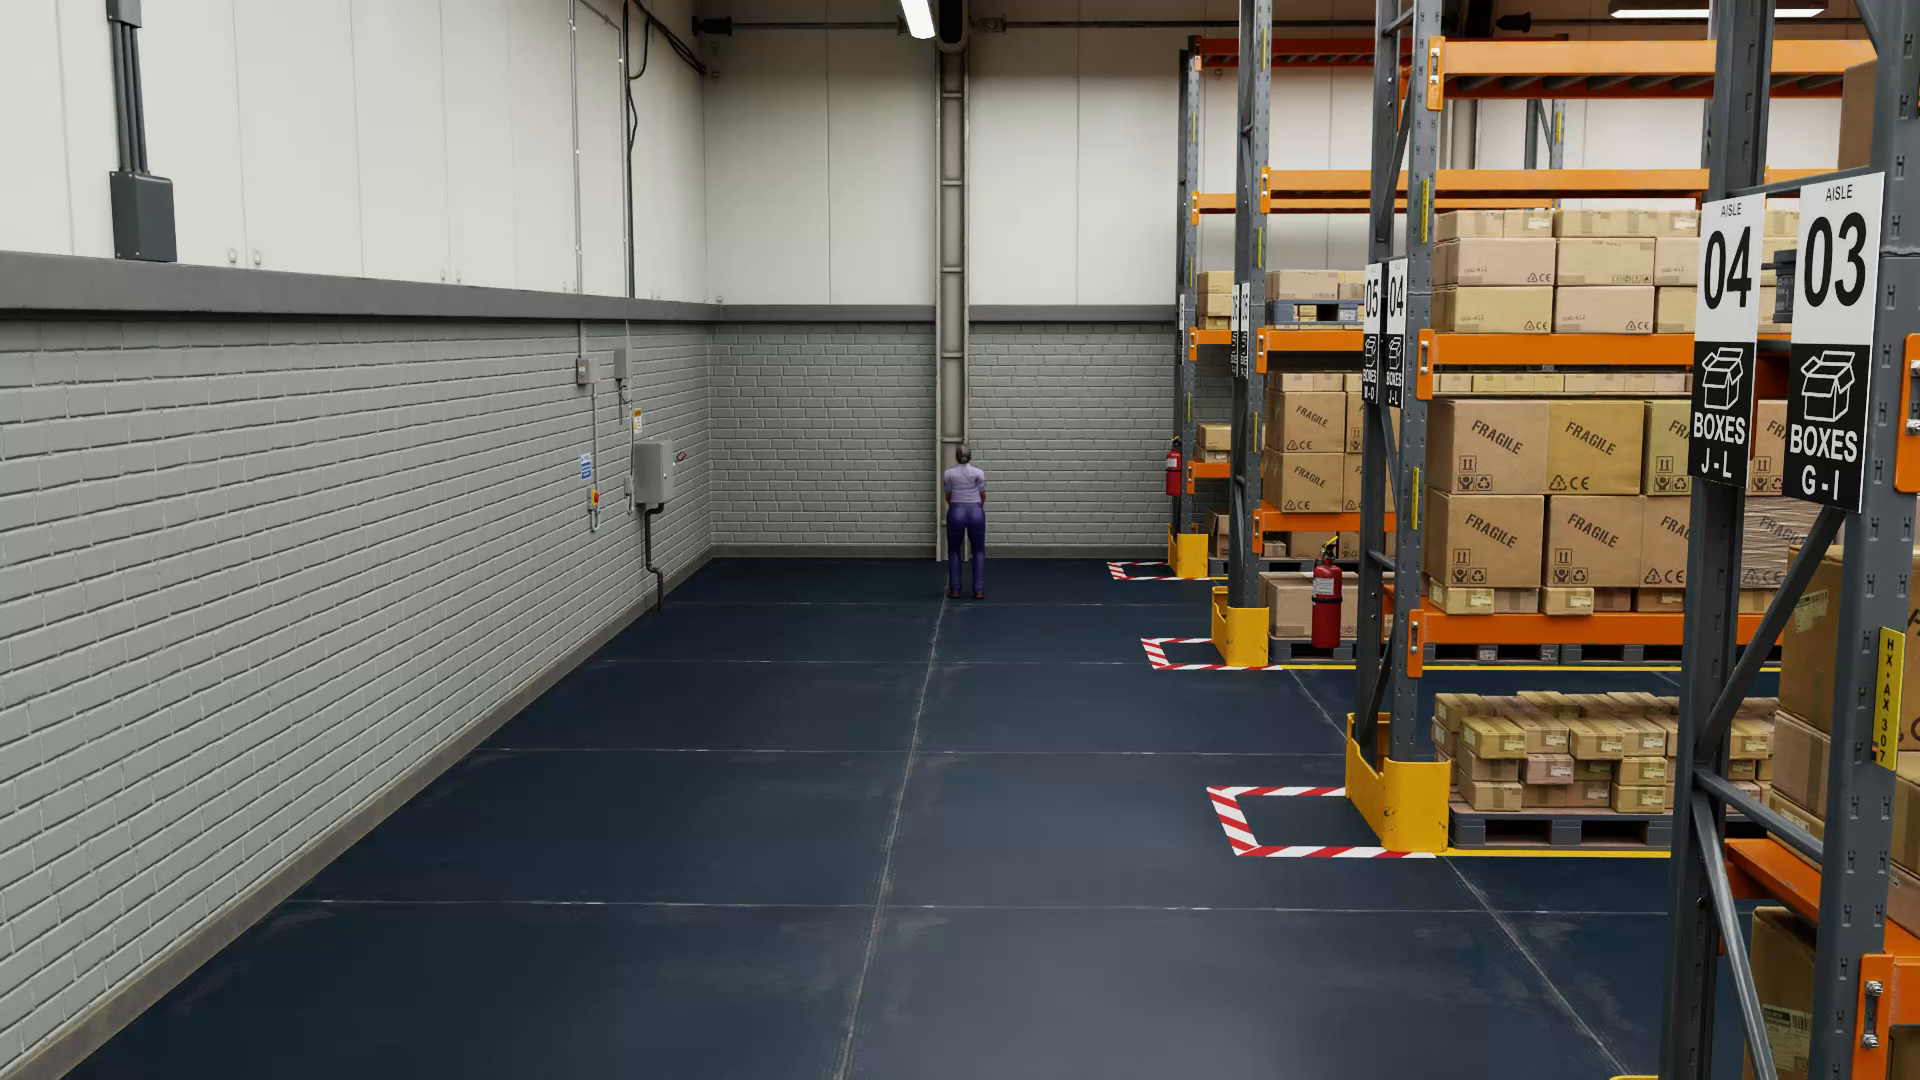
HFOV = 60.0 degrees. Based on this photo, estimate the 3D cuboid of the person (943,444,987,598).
[{"bbox_3d":[0.055,-0.210,17.514,0.452,1.634,0.524,0,7,2],"label":"person"}]
